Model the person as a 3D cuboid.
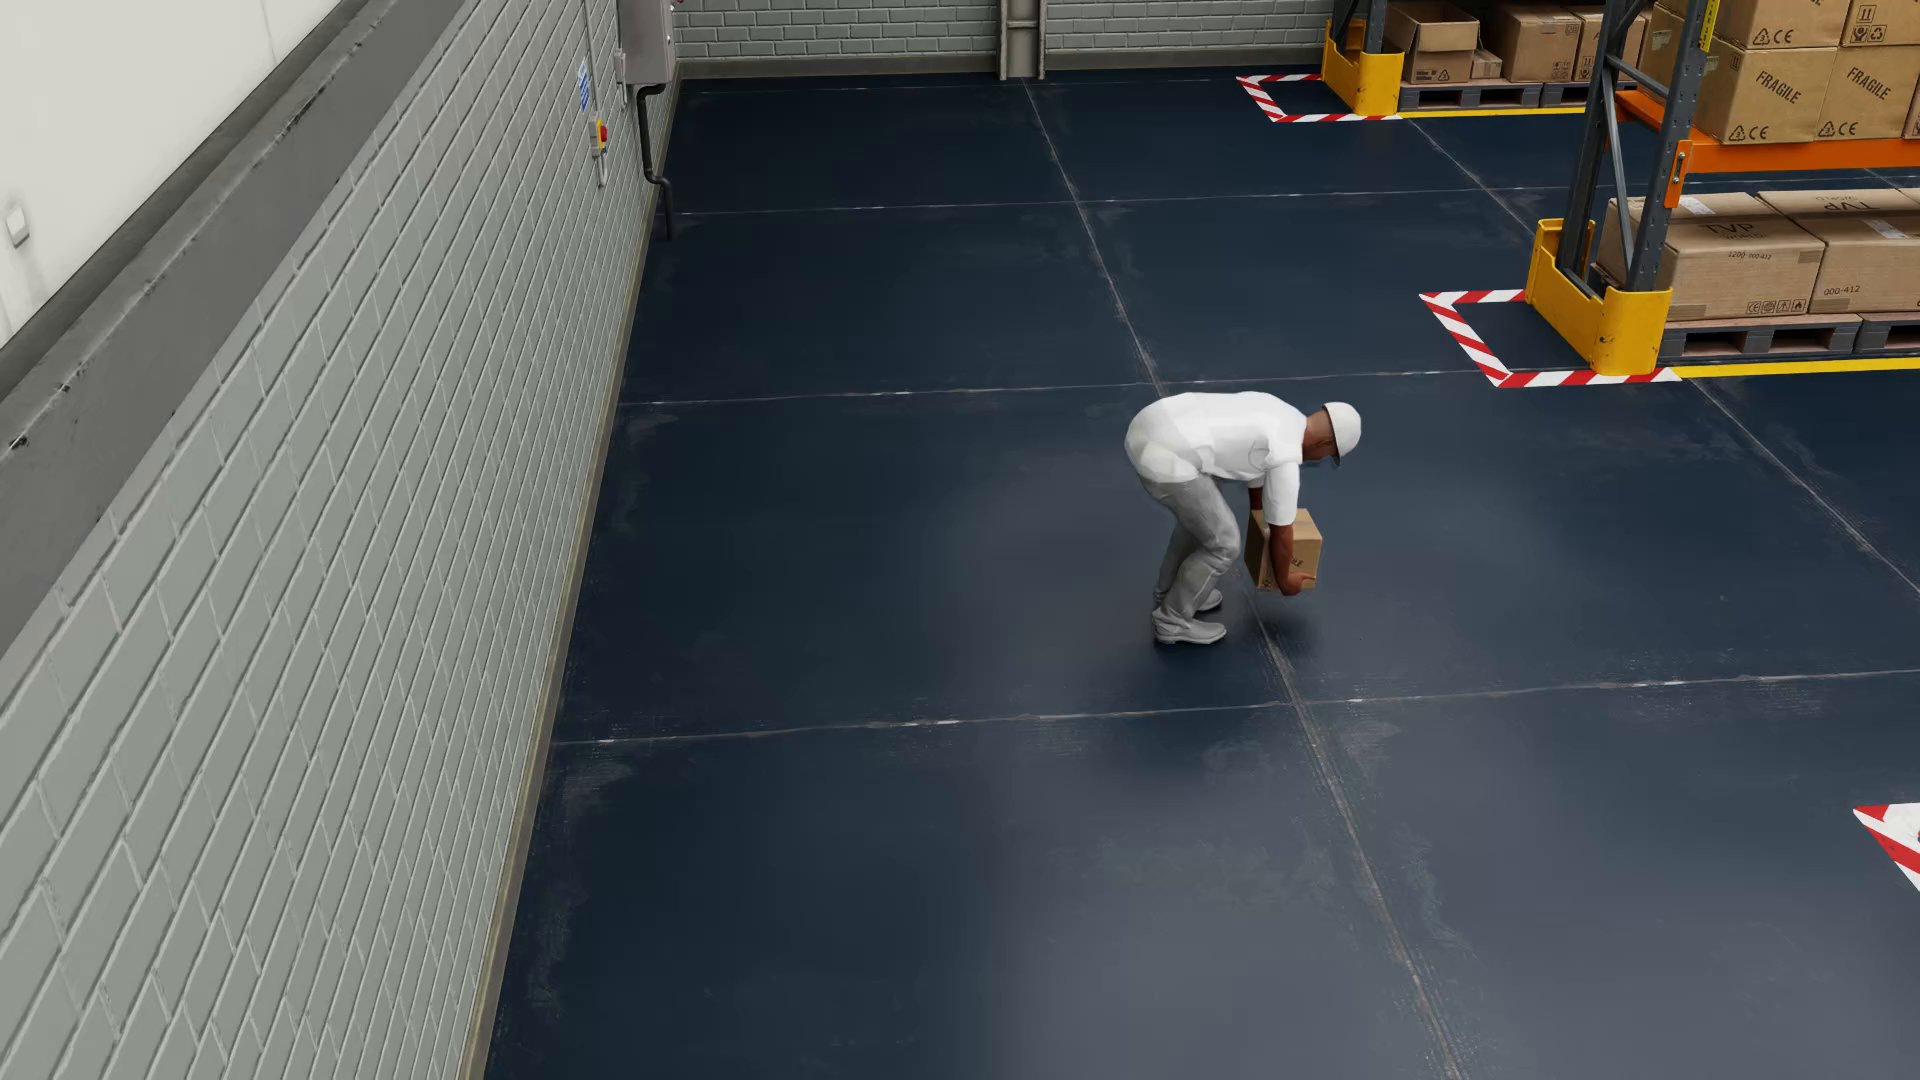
[{"bbox_3d":[1.171,-0.125,6.996,0.982,1.065,0.491,-4,31,-7],"label":"person"}]
